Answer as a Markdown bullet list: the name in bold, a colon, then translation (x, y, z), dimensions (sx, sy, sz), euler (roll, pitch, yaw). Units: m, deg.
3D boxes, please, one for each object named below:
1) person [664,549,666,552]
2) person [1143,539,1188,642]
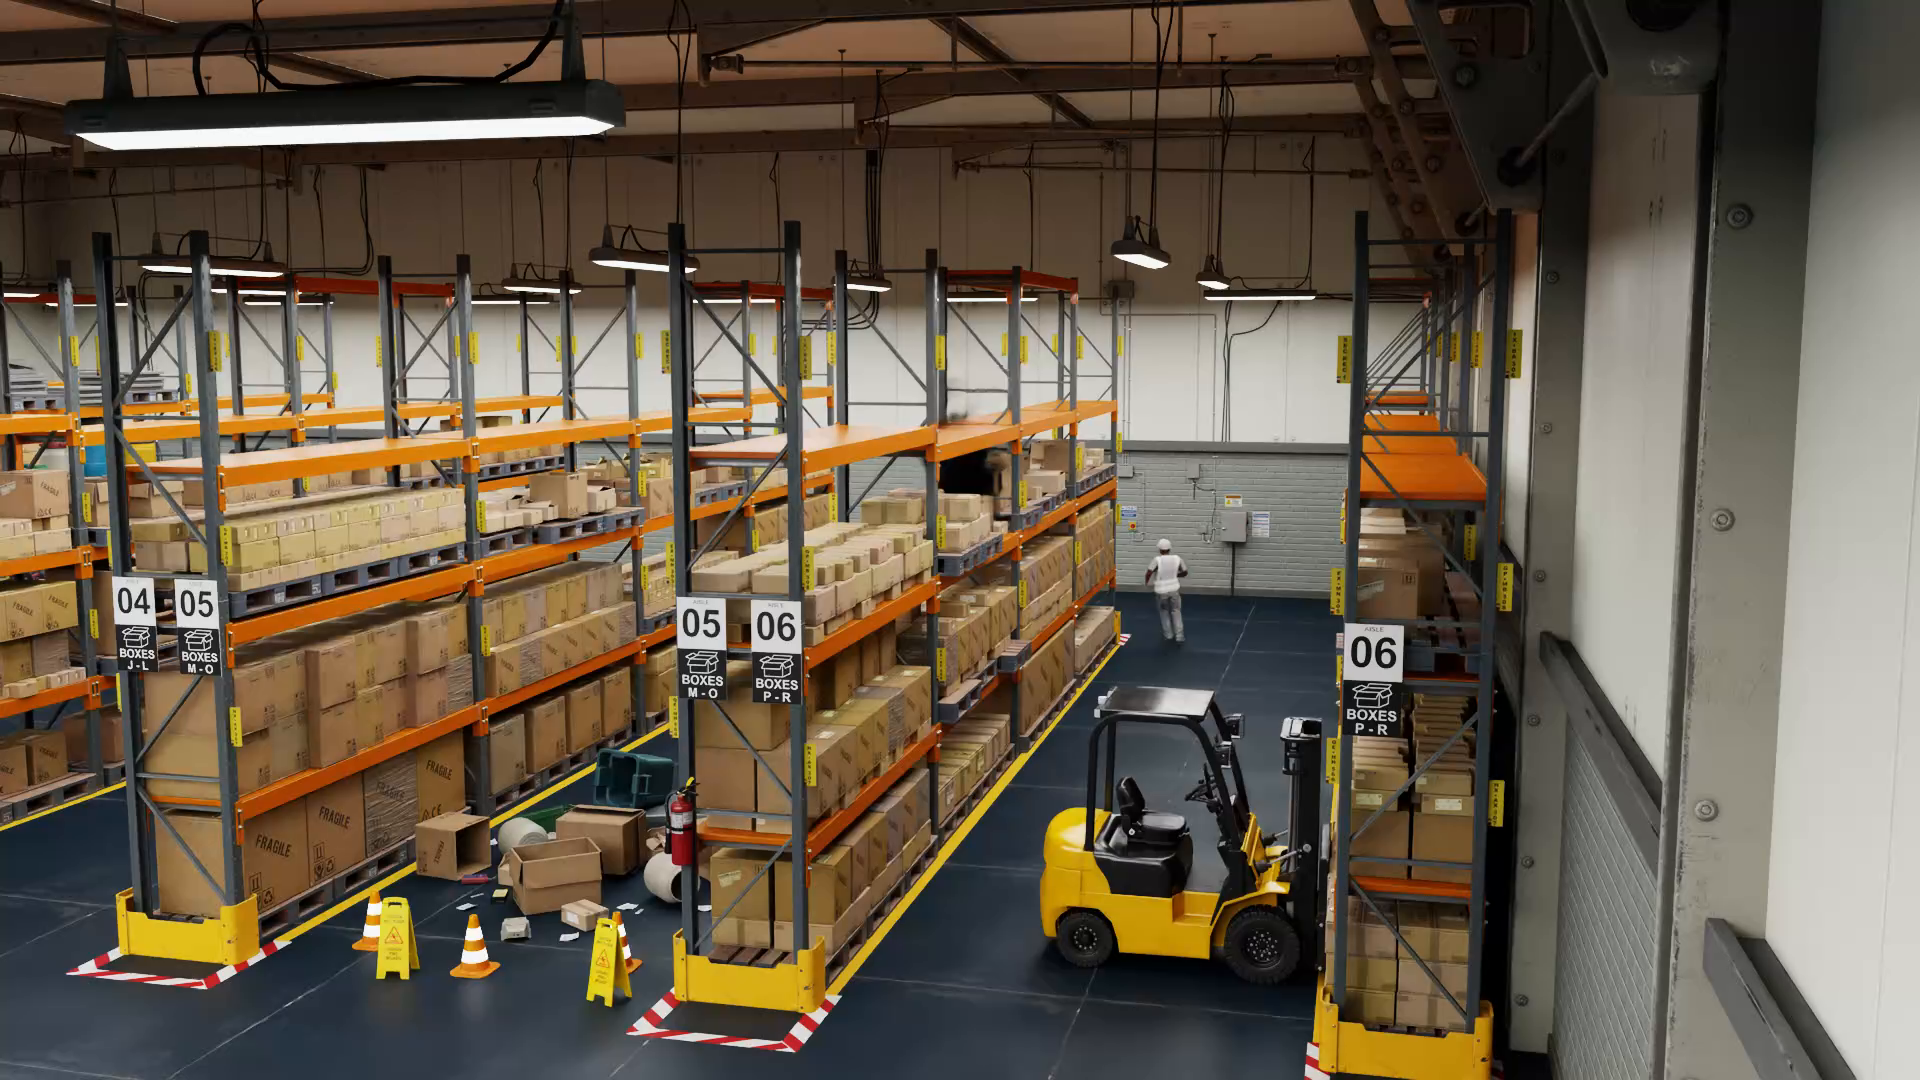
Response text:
- **person**: translation (-4.774, 0.910, 28.414), dimensions (0.652, 1.676, 1.010), euler (3, 8, 24)
- **person**: translation (3.452, 0.873, 28.009), dimensions (0.746, 1.808, 0.743), euler (0, 7, -2)
